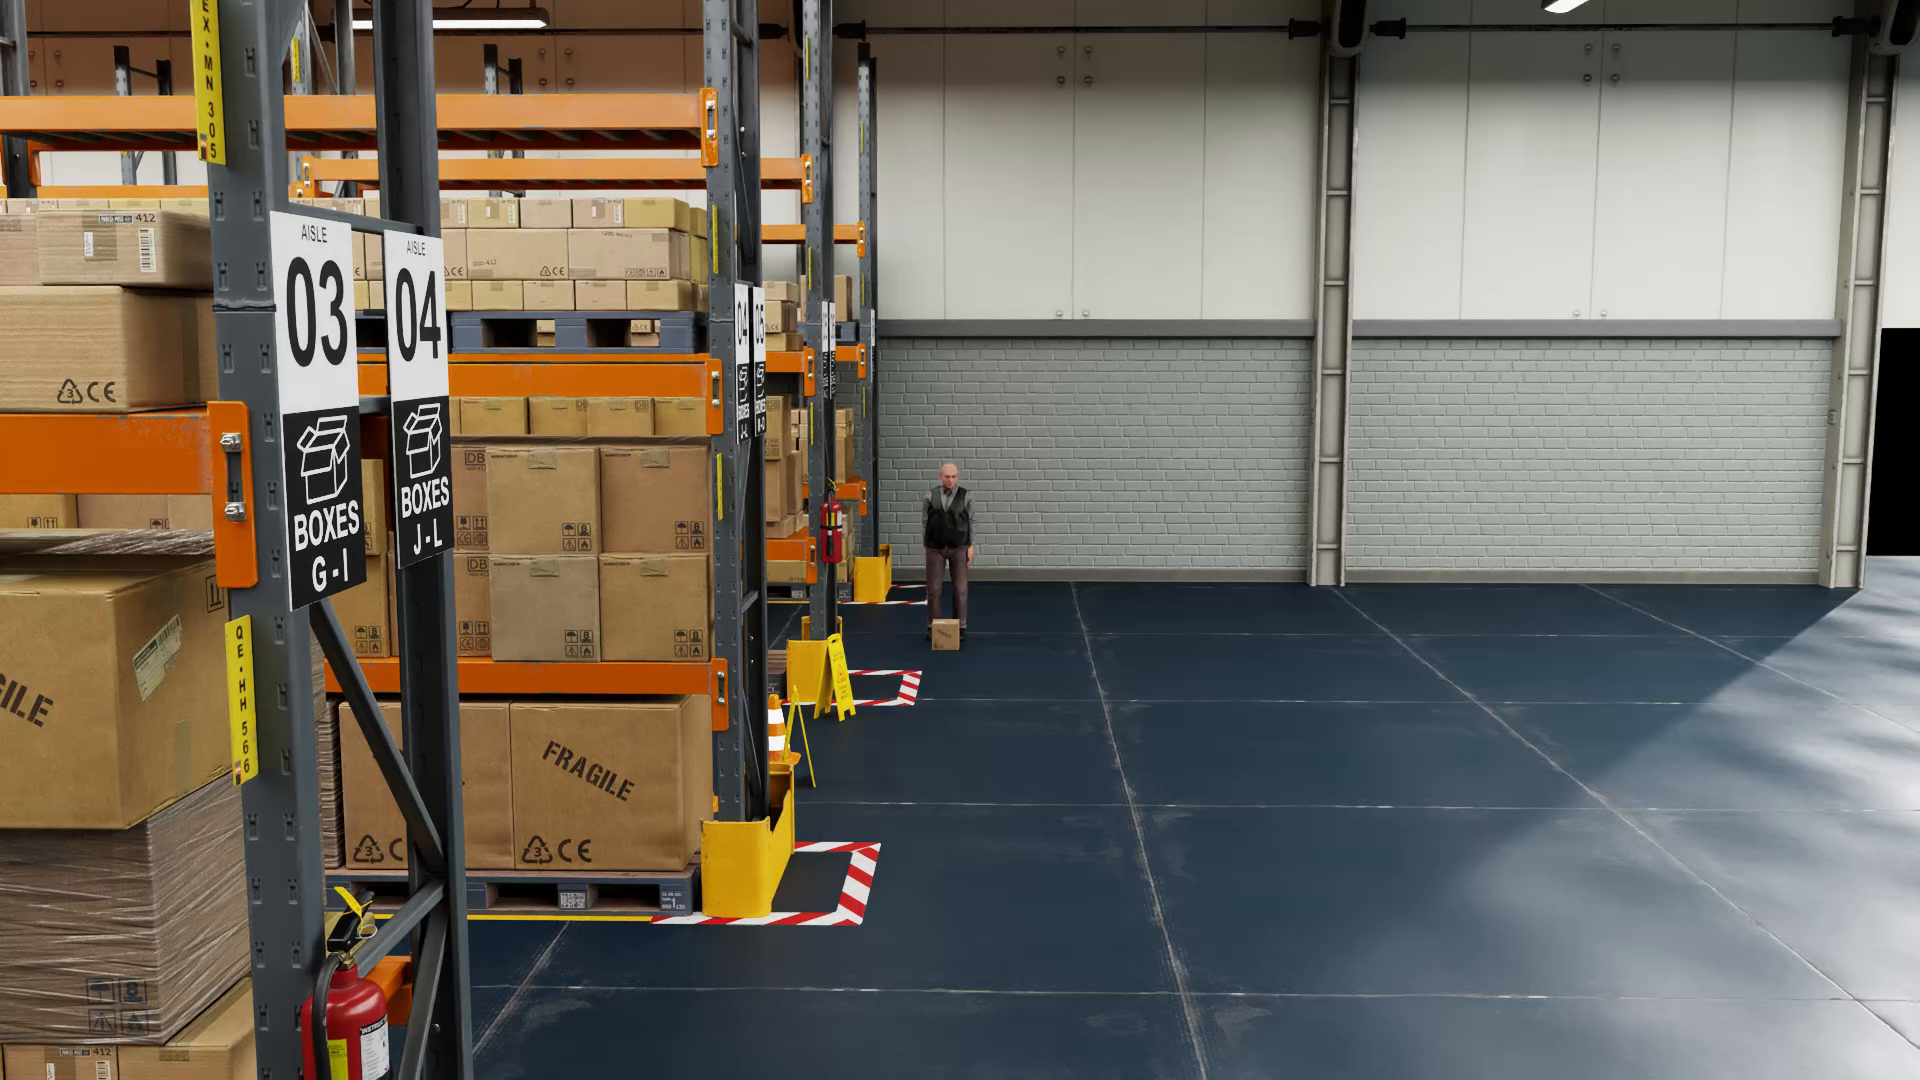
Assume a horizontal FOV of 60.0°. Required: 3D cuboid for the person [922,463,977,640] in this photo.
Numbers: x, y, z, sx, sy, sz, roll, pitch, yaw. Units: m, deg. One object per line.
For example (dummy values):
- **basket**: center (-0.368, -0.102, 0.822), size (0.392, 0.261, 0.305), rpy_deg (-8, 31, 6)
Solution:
- **person**: center (-0.102, 0.107, 16.059), size (0.534, 1.713, 0.357), rpy_deg (0, 7, 2)
